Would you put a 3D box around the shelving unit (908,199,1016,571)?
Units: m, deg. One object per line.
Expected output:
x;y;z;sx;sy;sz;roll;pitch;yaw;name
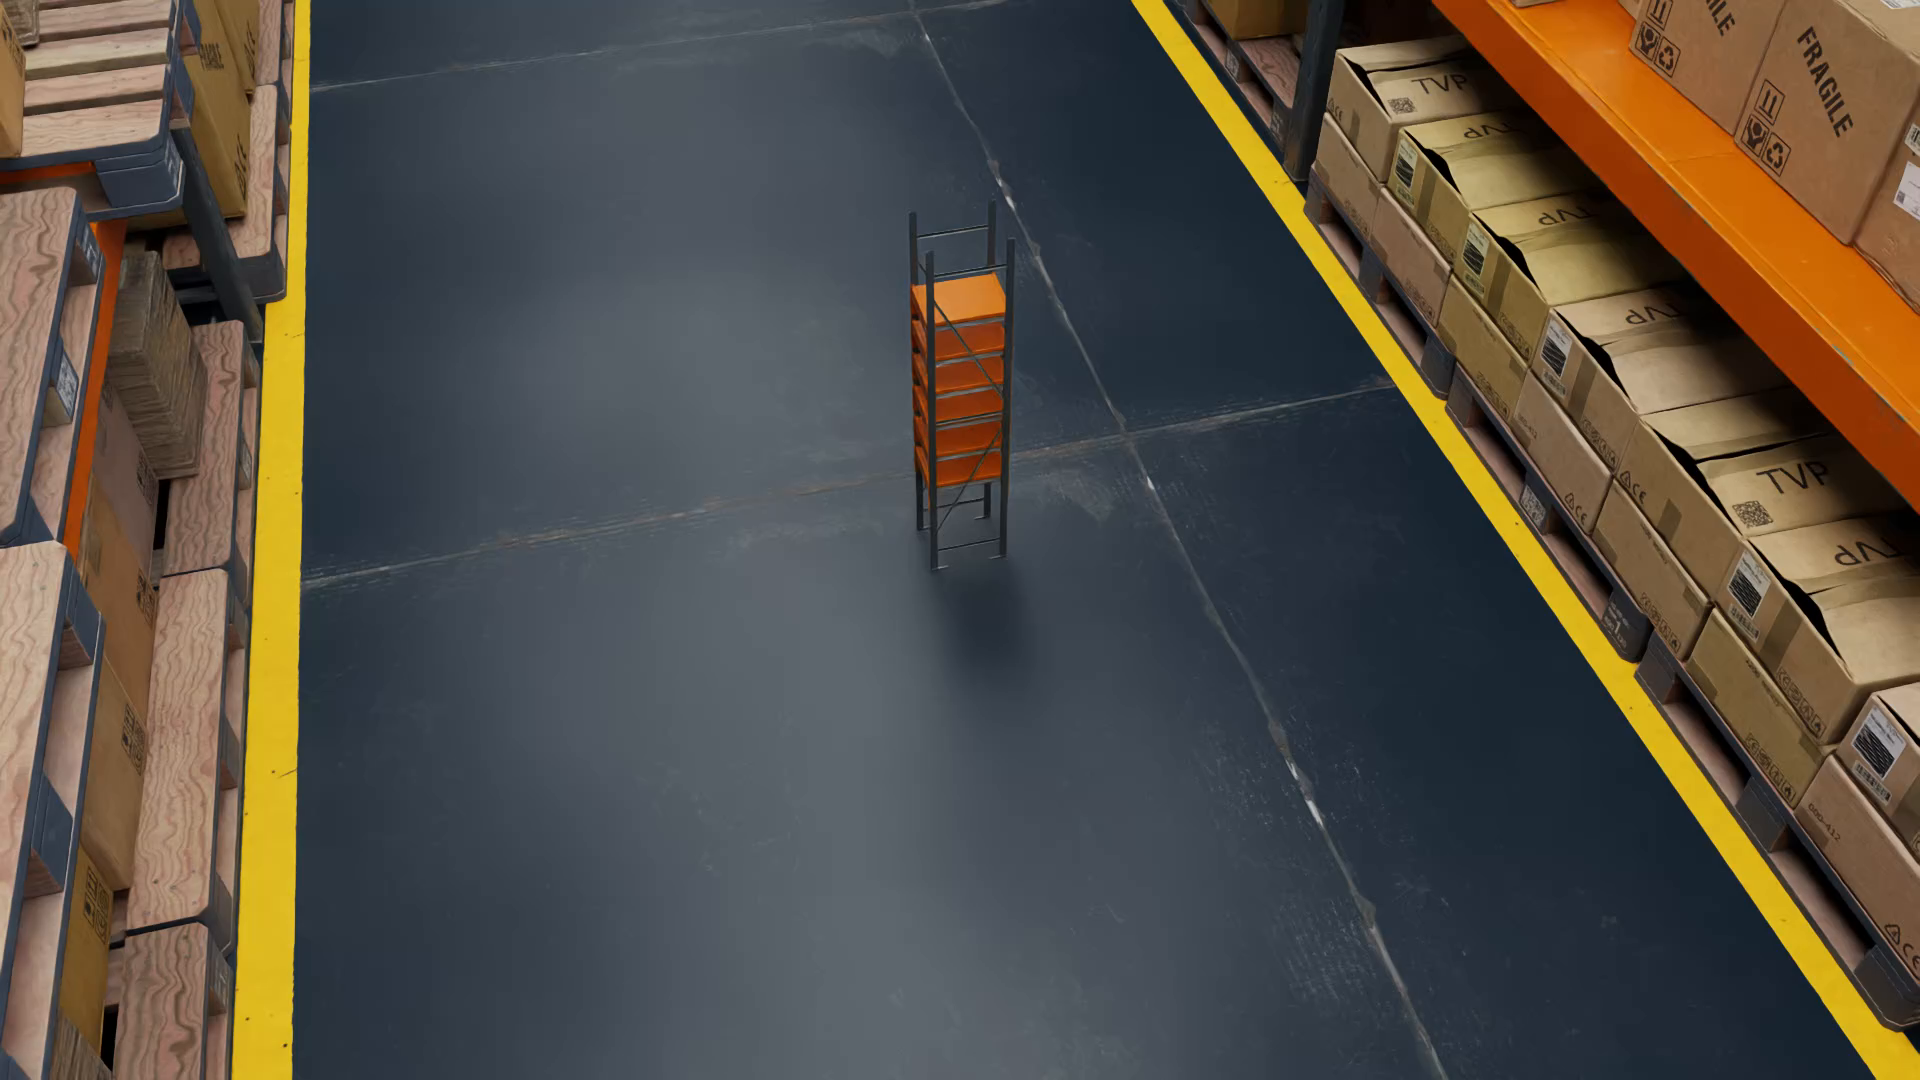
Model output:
0.004;-0.410;4.812;0.258;1.200;0.189;-11;47;-10;shelving unit

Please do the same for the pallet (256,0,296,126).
-3.423;-2.119;7.179;1.003;0.211;1.213;-11;47;-10;pallet

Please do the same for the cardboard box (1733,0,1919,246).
2.382;-1.121;4.178;0.500;0.500;0.500;-11;47;-10;cardboard box

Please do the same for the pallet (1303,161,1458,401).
1.975;-1.053;6.134;1.003;0.211;1.213;-11;47;-10;pallet

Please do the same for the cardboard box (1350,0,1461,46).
1.962;-2.250;6.797;0.500;0.500;0.500;-9;46;-9;cardboard box

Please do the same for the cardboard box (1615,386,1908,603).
2.181;-0.154;4.539;0.500;0.311;0.500;-11;47;-10;cardboard box

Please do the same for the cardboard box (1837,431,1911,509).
2.704;-0.258;4.642;0.500;0.311;0.500;-12;47;-12;cardboard box

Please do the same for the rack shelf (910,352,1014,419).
0.004;-0.463;4.758;0.258;0.103;0.180;-11;47;-10;rack shelf

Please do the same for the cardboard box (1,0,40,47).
-2.856;-1.563;4.303;0.700;0.500;0.500;-16;48;-15;cardboard box

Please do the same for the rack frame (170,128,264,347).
-2.986;-1.696;4.812;1.000;3.000;0.127;-11;47;-10;rack frame

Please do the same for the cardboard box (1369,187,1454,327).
1.782;-1.027;5.787;0.500;0.250;0.500;-12;47;-11;cardboard box

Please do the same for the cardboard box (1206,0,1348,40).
1.336;-2.487;7.029;0.500;0.500;0.500;-9;46;-9;cardboard box

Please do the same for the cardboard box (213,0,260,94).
-3.265;-2.229;6.545;0.750;0.750;0.750;-11;47;-11;cardboard box

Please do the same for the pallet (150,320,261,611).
-2.787;-0.181;5.279;1.003;0.211;1.213;-11;47;-10;pallet

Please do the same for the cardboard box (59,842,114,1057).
-2.347;0.934;3.677;0.700;0.500;0.500;-12;47;-11;cardboard box

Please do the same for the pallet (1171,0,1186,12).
1.339;-2.992;8.034;1.003;0.211;1.213;-11;47;-10;pallet

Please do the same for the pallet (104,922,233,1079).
-2.162;1.504;3.628;1.003;0.211;1.213;-11;47;-10;pallet

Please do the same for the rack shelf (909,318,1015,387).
0.004;-0.547;4.672;0.258;0.103;0.180;-11;47;-10;rack shelf

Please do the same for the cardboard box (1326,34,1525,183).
1.652;-1.570;5.927;0.500;0.311;0.500;-9;46;-9;cardboard box

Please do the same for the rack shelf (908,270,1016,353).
0.004;-0.631;4.586;0.258;0.103;0.180;-11;47;-10;rack shelf

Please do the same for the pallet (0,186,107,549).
-2.439;-0.270;3.549;1.003;0.211;1.213;-11;47;-10;pallet

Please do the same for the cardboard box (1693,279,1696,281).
2.440;-0.962;5.331;0.500;0.311;0.500;-11;47;-11;cardboard box

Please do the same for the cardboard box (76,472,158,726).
-2.577;0.227;4.370;0.700;0.500;0.500;-11;47;-11;cardboard box

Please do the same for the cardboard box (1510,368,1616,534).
2.052;-0.315;5.090;0.500;0.250;0.500;-10;46;-10;cardboard box

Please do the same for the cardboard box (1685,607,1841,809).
2.312;0.390;4.399;0.500;0.250;0.500;-11;47;-11;cardboard box

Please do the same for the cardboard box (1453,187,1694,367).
1.923;-0.857;5.228;0.500;0.311;0.500;-12;47;-11;cardboard box

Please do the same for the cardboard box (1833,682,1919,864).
2.445;0.549;3.850;0.500;0.311;0.500;-11;47;-10;cardboard box

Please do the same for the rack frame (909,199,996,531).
-0.020;-0.473;4.874;0.240;1.200;0.006;-11;47;-10;rack frame

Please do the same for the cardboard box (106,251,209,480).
-2.751;-0.488;5.070;0.700;0.500;0.500;-10;46;-10;cardboard box

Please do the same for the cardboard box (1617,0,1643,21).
2.183;-1.647;4.939;0.380;0.149;0.250;-8;46;-7;cardboard box

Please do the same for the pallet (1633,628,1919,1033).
2.600;0.631;4.483;1.003;0.211;1.213;-11;47;-10;pallet
